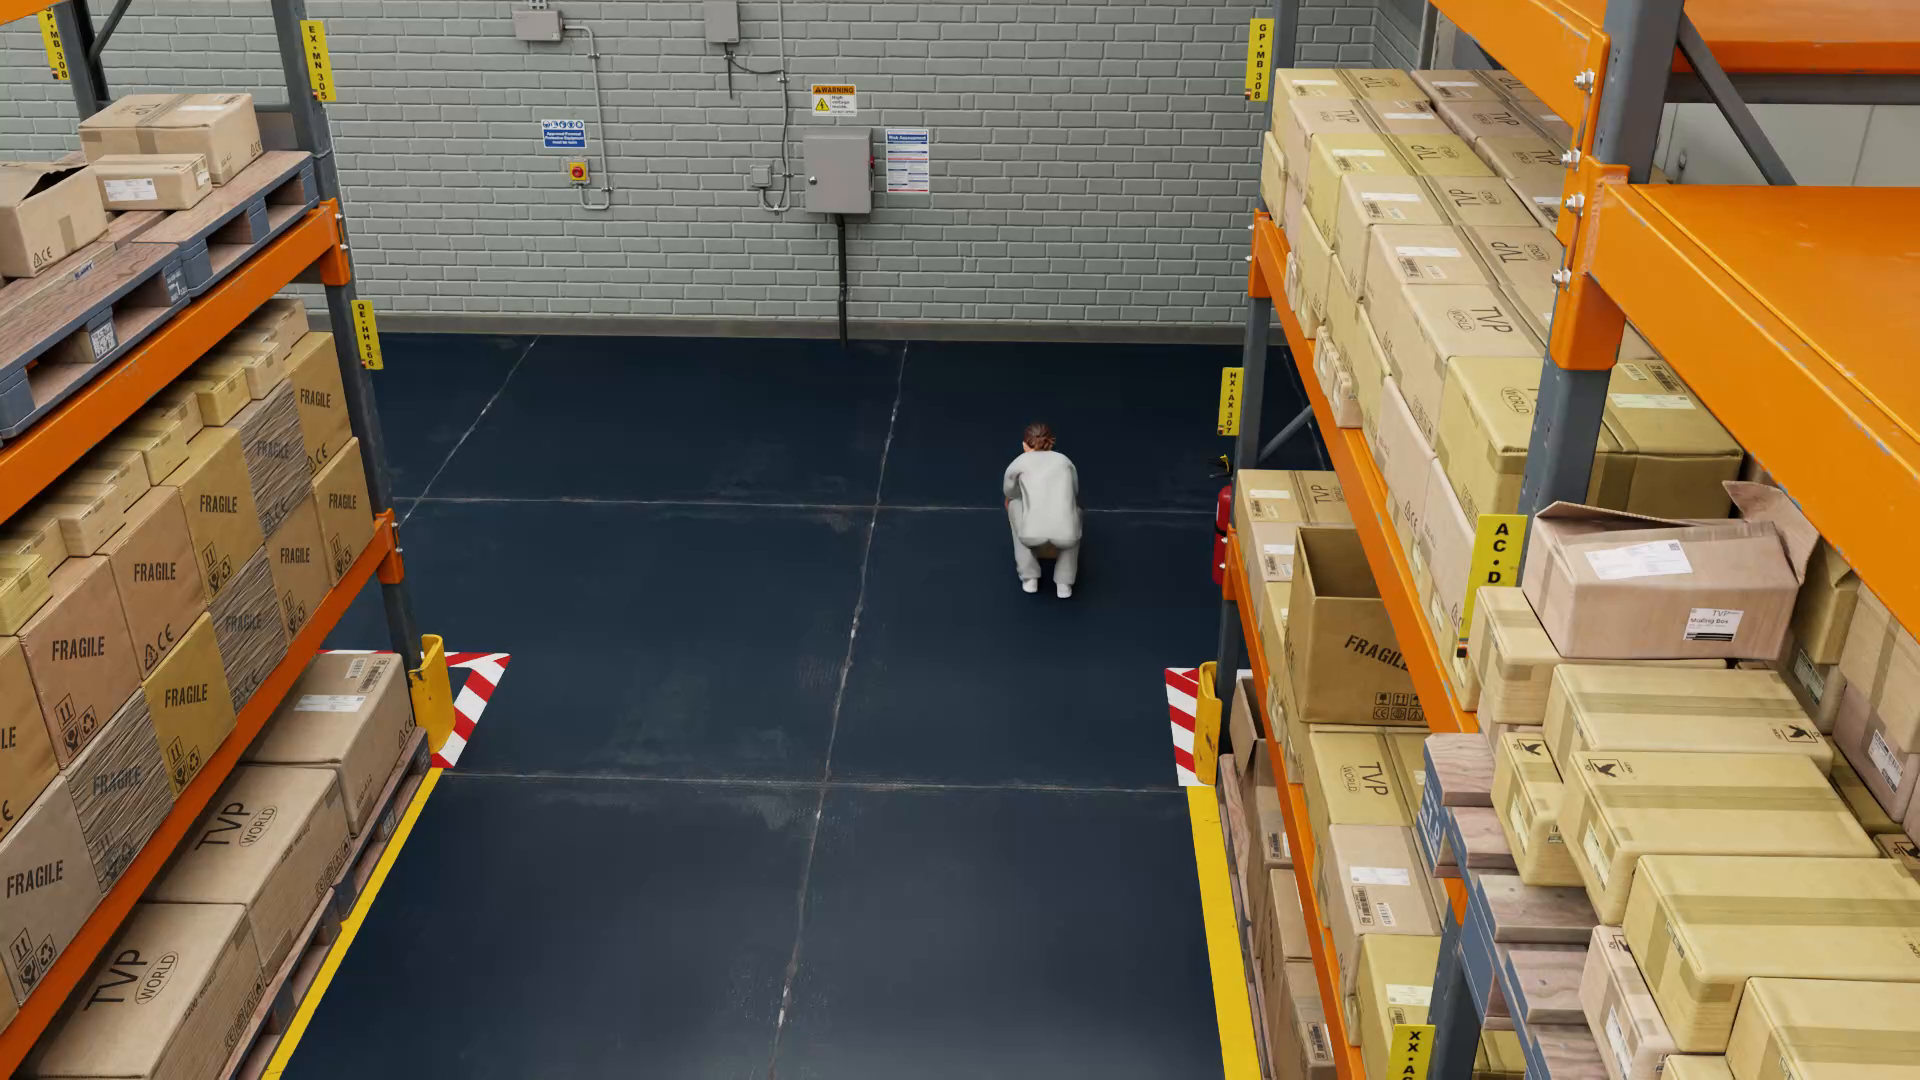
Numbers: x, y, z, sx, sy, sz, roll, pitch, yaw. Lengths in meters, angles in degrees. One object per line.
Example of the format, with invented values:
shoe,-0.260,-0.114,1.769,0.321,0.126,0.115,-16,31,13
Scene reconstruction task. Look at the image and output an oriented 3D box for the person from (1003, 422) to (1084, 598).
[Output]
person,0.493,-0.164,9.786,0.482,0.875,0.799,1,28,2
